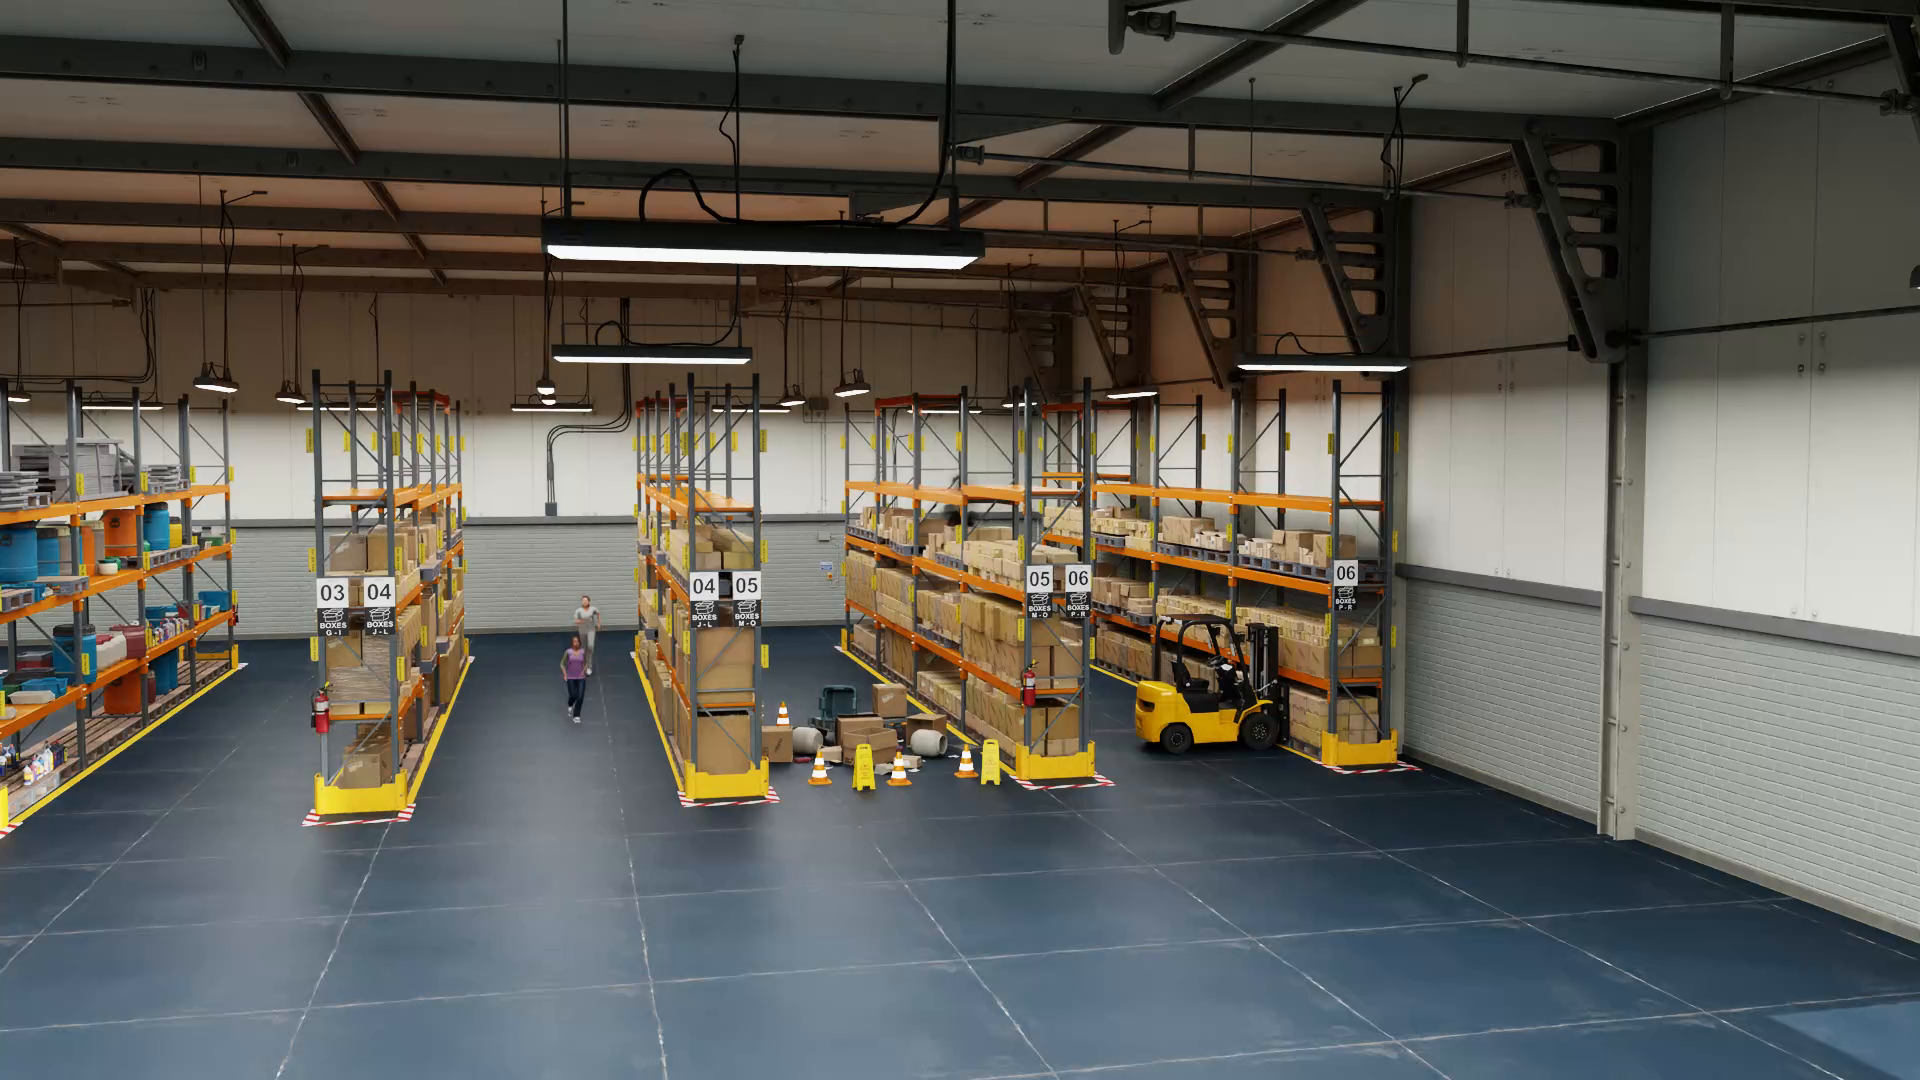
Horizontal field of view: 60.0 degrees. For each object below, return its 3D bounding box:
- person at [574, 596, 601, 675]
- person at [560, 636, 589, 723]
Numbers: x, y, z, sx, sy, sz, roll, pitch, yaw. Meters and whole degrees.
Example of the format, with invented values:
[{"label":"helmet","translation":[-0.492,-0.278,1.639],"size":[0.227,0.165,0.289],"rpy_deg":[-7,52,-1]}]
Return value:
[{"label":"person","translation":[-8.169,2.063,36.468],"size":[0.577,1.708,0.894],"rpy_deg":[-1,3,-10]},{"label":"person","translation":[-6.908,2.503,29.891],"size":[0.507,1.552,0.509],"rpy_deg":[-1,4,-21]}]
